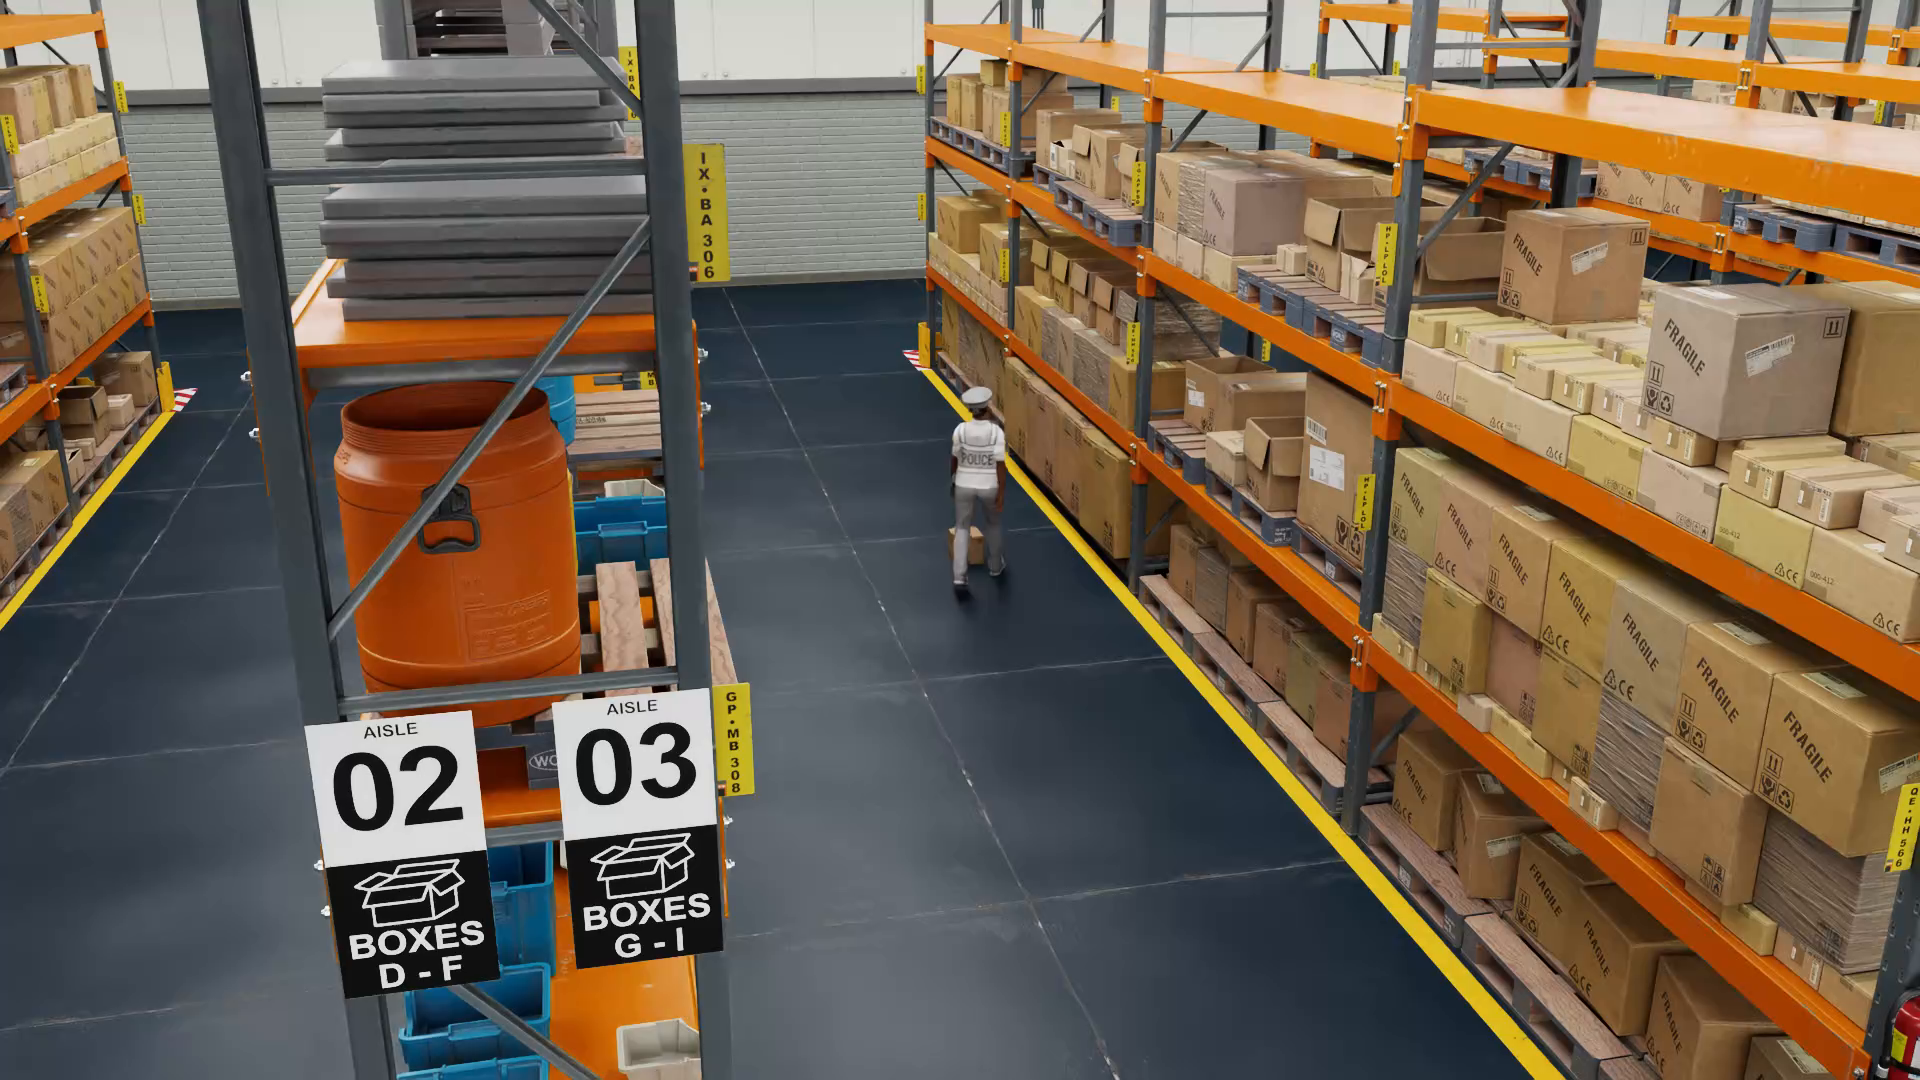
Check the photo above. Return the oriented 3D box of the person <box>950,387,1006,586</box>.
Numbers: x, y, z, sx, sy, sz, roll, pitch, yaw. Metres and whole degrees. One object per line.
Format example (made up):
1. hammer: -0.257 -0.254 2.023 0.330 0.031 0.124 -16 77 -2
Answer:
1. person: 0.145 -0.438 13.530 0.463 1.644 0.787 1 20 2
